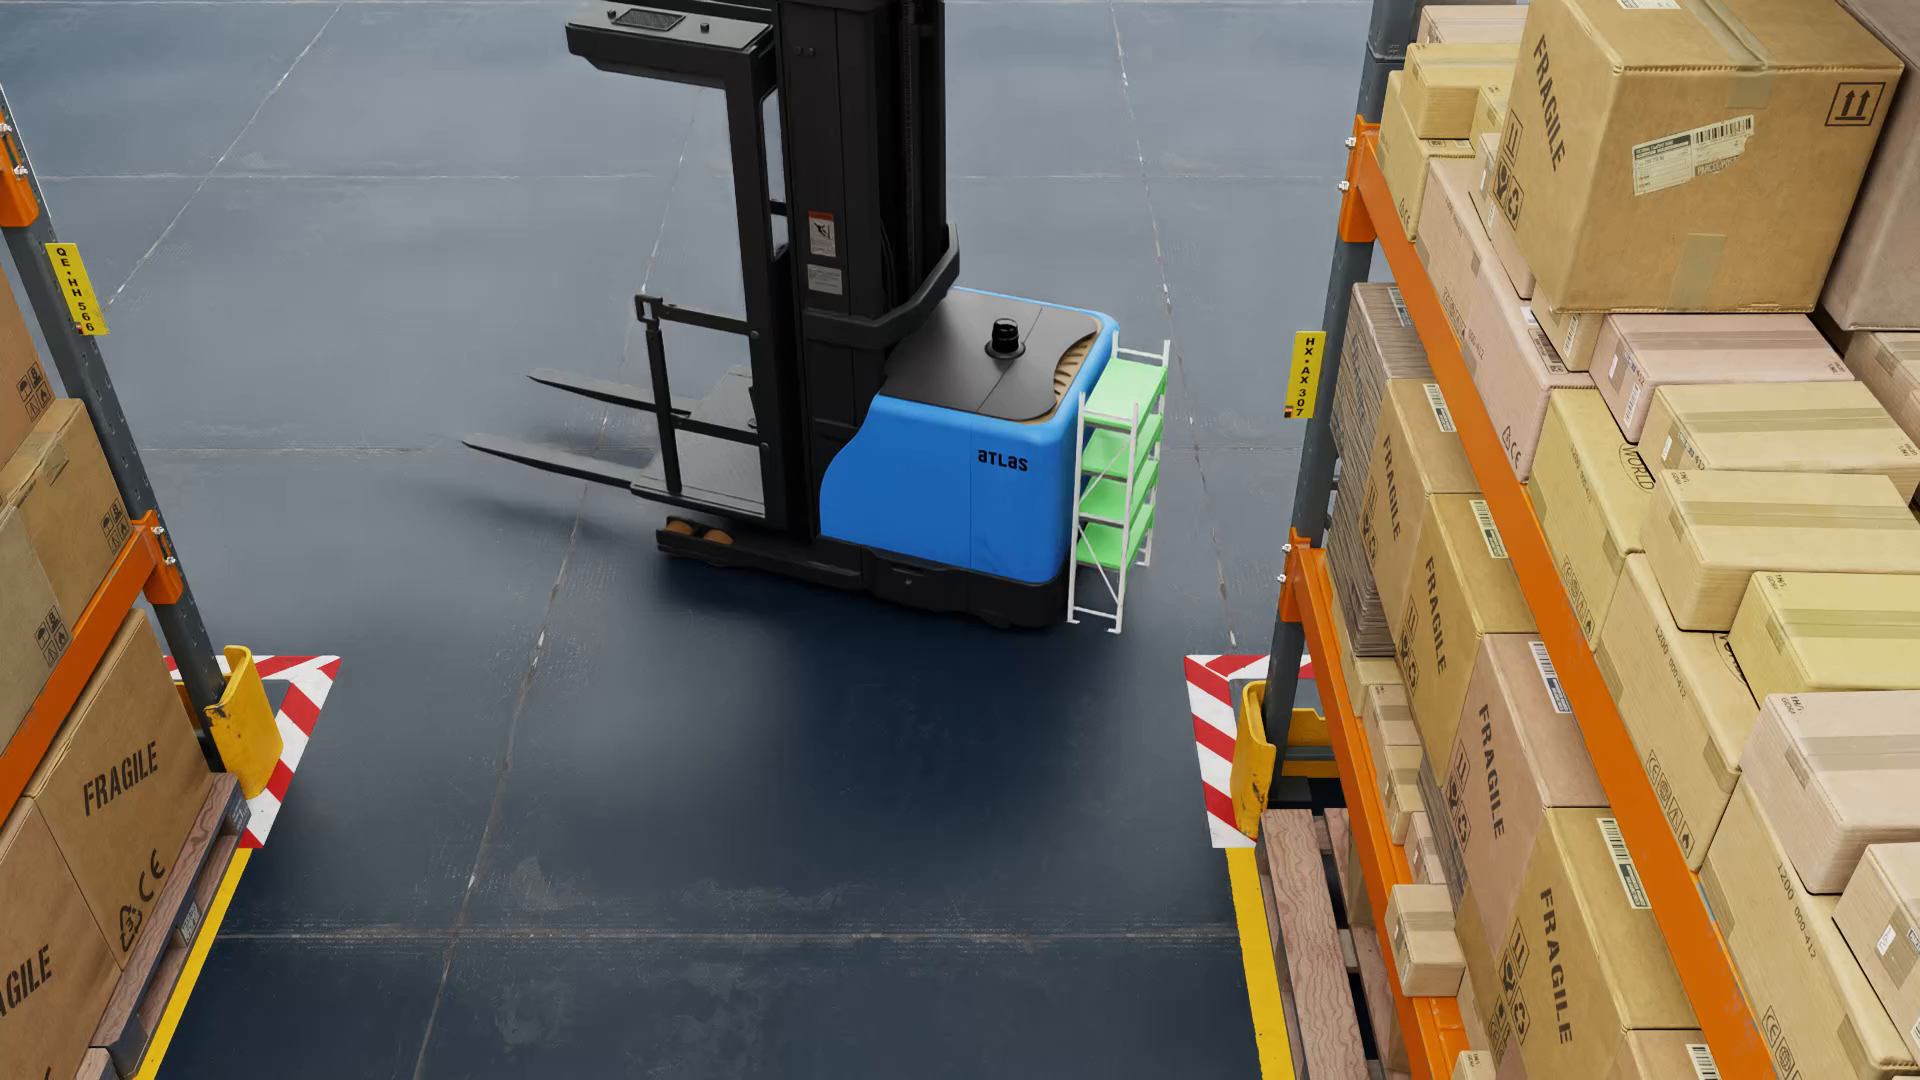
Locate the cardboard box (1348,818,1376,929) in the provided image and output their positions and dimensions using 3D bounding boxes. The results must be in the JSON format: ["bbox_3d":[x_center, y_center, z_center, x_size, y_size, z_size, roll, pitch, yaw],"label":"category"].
[{"bbox_3d":[1.631,1.014,5.749,0.500,0.500,0.500,7,39,8],"label":"cardboard box"}]

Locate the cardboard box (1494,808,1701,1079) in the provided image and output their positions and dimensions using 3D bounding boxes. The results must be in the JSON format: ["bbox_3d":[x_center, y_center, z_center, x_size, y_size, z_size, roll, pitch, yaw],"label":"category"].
[{"bbox_3d":[1.374,0.862,3.159,0.500,0.500,0.500,0,39,0],"label":"cardboard box"}]

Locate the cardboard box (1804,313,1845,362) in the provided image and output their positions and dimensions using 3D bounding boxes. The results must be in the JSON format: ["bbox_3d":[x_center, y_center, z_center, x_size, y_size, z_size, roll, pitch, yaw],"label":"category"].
[{"bbox_3d":[1.897,-0.366,3.529,0.500,0.250,0.500,1,39,1],"label":"cardboard box"}]

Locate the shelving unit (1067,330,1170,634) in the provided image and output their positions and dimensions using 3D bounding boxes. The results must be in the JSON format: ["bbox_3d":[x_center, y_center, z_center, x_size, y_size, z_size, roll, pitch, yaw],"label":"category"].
[{"bbox_3d":[0.669,-0.231,7.079,0.258,1.200,0.503,13,40,15],"label":"shelving unit"}]

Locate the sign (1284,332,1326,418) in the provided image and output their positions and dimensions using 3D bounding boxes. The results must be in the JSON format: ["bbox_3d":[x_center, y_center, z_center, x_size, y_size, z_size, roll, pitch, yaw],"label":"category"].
[{"bbox_3d":[1.104,-0.525,5.315,0.100,0.325,0.005,0,39,0],"label":"sign"}]

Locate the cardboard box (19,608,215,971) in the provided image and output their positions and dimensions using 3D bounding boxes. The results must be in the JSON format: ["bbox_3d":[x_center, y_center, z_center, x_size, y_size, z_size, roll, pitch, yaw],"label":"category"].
[{"bbox_3d":[-3.246,0.842,5.664,0.875,0.875,0.875,0,39,0],"label":"cardboard box"}]

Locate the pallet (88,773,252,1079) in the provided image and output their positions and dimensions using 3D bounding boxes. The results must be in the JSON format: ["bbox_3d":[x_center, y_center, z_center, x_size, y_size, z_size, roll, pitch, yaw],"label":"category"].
[{"bbox_3d":[-3.234,1.341,5.908,1.003,0.211,1.213,0,39,0],"label":"pallet"}]

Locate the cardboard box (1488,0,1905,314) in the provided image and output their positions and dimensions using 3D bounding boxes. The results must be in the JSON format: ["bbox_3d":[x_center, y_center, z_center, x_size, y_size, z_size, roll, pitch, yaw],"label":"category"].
[{"bbox_3d":[1.379,-0.780,3.208,0.500,0.500,0.500,0,39,0],"label":"cardboard box"}]

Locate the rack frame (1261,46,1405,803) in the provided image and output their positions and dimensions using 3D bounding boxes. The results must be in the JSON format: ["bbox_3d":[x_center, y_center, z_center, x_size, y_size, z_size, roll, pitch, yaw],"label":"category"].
[{"bbox_3d":[1.647,-0.188,5.586,1.000,3.000,0.127,0,39,0],"label":"rack frame"}]

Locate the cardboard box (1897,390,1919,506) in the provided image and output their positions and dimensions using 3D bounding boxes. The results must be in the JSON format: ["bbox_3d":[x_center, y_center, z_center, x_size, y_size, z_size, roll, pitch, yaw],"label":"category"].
[{"bbox_3d":[1.886,-0.134,2.921,0.380,0.149,0.250,1,39,1],"label":"cardboard box"}]

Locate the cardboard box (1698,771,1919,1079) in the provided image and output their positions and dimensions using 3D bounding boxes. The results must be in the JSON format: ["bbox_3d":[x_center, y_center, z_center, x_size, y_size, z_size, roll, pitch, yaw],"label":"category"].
[{"bbox_3d":[1.400,0.590,2.336,0.500,0.250,0.500,1,39,1],"label":"cardboard box"}]

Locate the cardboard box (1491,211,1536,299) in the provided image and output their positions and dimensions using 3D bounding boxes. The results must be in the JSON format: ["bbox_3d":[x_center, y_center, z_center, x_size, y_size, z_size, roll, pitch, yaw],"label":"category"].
[{"bbox_3d":[1.368,-0.641,3.553,0.380,0.149,0.250,0,39,0],"label":"cardboard box"}]

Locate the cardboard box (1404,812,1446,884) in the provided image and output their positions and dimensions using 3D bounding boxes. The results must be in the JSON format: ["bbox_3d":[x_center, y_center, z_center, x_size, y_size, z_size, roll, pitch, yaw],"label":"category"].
[{"bbox_3d":[1.417,0.870,4.466,0.380,0.149,0.250,0,39,0],"label":"cardboard box"}]

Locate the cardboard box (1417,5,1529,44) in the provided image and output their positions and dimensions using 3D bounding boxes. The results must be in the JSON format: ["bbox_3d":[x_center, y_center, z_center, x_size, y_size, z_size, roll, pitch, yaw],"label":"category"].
[{"bbox_3d":[1.416,-1.283,4.355,0.380,0.149,0.250,0,39,0],"label":"cardboard box"}]

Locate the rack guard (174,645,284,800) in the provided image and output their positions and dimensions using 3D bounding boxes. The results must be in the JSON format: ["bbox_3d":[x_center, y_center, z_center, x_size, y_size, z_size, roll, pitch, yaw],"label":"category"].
[{"bbox_3d":[-3.313,0.713,6.461,1.175,0.500,0.348,0,39,0],"label":"rack guard"}]

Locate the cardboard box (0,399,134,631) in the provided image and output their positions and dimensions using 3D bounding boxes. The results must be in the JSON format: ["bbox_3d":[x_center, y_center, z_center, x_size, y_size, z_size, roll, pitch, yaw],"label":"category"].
[{"bbox_3d":[-3.267,-0.074,5.324,0.875,0.550,0.550,0,39,0],"label":"cardboard box"}]

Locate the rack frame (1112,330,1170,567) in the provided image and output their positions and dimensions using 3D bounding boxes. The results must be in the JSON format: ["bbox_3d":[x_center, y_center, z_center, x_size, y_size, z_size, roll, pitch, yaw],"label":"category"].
[{"bbox_3d":[0.751,-0.375,7.258,0.240,1.200,0.015,13,40,15],"label":"rack frame"}]

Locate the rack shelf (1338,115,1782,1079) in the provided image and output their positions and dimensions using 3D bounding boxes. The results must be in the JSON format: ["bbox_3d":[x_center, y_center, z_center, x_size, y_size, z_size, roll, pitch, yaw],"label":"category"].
[{"bbox_3d":[1.649,0.173,3.312,1.077,0.370,4.000,0,39,0],"label":"rack shelf"}]

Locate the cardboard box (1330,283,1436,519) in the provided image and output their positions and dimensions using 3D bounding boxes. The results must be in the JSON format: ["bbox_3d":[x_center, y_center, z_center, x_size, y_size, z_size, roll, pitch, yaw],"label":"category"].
[{"bbox_3d":[1.375,-0.389,4.719,0.500,0.500,0.500,0,39,0],"label":"cardboard box"}]

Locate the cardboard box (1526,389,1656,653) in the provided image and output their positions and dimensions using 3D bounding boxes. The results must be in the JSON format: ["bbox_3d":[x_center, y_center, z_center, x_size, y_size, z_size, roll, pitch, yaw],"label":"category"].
[{"bbox_3d":[1.398,-0.041,3.123,0.500,0.250,0.500,1,39,1],"label":"cardboard box"}]

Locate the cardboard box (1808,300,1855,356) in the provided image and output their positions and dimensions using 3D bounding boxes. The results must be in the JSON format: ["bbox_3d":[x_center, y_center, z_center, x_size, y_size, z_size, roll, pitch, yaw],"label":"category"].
[{"bbox_3d":[1.954,-0.468,3.338,0.380,0.149,0.250,-2,39,-2],"label":"cardboard box"}]

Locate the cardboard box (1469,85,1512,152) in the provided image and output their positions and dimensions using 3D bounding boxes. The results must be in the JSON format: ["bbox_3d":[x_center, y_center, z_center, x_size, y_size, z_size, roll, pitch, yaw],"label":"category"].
[{"bbox_3d":[1.443,-0.963,3.956,0.380,0.149,0.250,-1,39,-1],"label":"cardboard box"}]

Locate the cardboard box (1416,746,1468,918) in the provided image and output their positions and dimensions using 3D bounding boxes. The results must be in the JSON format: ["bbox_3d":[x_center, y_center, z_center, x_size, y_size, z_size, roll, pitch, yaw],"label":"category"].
[{"bbox_3d":[1.698,0.626,4.252,0.875,0.500,0.500,0,39,0],"label":"cardboard box"}]

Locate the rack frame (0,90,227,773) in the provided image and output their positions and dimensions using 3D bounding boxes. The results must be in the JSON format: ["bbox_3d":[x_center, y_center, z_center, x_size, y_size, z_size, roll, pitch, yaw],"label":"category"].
[{"bbox_3d":[-3.313,-0.248,5.660,1.000,3.000,0.127,0,39,0],"label":"rack frame"}]

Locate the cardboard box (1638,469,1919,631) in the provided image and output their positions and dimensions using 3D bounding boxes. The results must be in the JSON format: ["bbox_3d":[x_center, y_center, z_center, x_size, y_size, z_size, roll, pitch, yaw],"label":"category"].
[{"bbox_3d":[1.356,0.019,2.730,0.380,0.149,0.250,2,39,2],"label":"cardboard box"}]

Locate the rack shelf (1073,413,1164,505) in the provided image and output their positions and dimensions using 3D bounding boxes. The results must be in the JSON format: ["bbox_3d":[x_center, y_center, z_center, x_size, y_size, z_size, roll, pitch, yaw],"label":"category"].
[{"bbox_3d":[0.669,-0.369,6.969,0.258,0.148,0.480,13,40,15],"label":"rack shelf"}]

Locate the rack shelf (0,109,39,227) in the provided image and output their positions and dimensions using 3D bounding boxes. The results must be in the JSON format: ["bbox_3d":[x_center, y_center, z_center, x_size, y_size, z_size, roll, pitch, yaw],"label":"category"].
[{"bbox_3d":[-3.311,0.113,3.386,1.077,0.370,4.000,0,39,0],"label":"rack shelf"}]

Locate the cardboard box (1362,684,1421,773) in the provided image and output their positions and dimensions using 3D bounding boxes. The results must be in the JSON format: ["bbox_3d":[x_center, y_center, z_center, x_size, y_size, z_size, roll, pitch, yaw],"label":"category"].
[{"bbox_3d":[1.396,0.558,4.857,0.380,0.149,0.250,0,39,0],"label":"cardboard box"}]

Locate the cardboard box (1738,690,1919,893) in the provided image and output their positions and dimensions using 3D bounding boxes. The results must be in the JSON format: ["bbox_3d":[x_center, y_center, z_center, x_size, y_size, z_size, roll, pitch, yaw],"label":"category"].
[{"bbox_3d":[1.340,0.346,2.322,0.380,0.149,0.250,-1,39,-1],"label":"cardboard box"}]

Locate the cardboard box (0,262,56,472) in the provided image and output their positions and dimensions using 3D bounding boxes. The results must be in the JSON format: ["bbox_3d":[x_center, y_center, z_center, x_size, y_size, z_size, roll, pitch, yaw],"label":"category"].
[{"bbox_3d":[-3.351,-0.495,4.986,0.875,0.550,0.550,0,39,0],"label":"cardboard box"}]

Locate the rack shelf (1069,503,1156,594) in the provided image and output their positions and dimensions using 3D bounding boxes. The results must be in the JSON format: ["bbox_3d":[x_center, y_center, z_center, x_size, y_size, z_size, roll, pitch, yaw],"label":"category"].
[{"bbox_3d":[0.669,0.006,7.269,0.258,0.148,0.480,13,40,15],"label":"rack shelf"}]

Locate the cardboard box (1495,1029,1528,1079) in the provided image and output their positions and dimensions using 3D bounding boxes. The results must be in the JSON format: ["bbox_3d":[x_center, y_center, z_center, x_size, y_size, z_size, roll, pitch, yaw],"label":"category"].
[{"bbox_3d":[1.646,1.252,3.472,0.875,0.500,0.500,0,39,0],"label":"cardboard box"}]

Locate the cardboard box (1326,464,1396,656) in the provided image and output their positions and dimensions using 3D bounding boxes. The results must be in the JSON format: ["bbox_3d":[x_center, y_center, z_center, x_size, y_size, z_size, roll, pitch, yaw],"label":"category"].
[{"bbox_3d":[1.620,0.001,5.032,0.875,0.500,0.500,0,39,0],"label":"cardboard box"}]

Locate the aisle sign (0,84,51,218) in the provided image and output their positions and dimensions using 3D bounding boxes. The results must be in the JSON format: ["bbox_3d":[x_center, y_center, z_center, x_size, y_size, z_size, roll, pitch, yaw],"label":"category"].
[{"bbox_3d":[-3.013,-1.307,4.903,0.394,0.787,0.004,0,39,0],"label":"aisle sign"}]

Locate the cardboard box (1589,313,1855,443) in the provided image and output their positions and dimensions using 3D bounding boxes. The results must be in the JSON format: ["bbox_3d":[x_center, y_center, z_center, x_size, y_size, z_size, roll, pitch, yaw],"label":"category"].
[{"bbox_3d":[1.430,-0.314,3.145,0.380,0.149,0.250,0,39,-1],"label":"cardboard box"}]

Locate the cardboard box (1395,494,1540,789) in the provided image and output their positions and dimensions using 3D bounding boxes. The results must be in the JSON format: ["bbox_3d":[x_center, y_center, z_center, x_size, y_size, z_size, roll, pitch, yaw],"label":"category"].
[{"bbox_3d":[1.371,0.236,3.939,0.500,0.500,0.500,0,39,0],"label":"cardboard box"}]

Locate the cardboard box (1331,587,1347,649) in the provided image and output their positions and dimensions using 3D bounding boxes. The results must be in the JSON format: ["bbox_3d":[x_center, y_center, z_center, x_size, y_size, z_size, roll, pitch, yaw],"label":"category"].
[{"bbox_3d":[1.390,0.245,5.247,0.380,0.149,0.250,0,39,0],"label":"cardboard box"}]

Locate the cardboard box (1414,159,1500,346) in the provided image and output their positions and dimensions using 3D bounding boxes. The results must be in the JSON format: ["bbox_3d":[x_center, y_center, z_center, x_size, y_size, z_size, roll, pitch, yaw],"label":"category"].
[{"bbox_3d":[1.396,-0.676,3.916,0.500,0.250,0.500,-1,39,-1],"label":"cardboard box"}]

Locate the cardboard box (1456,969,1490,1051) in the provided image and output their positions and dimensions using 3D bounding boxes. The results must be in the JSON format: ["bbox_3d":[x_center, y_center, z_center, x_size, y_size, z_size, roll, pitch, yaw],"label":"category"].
[{"bbox_3d":[1.447,1.183,4.076,0.380,0.149,0.250,0,39,0],"label":"cardboard box"}]

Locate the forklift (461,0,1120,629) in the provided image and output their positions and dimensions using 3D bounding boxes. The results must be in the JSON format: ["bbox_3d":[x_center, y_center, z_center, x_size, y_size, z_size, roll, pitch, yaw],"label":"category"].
[{"bbox_3d":[-0.861,-1.319,7.053,3.031,2.935,1.130,13,40,15],"label":"forklift"}]
